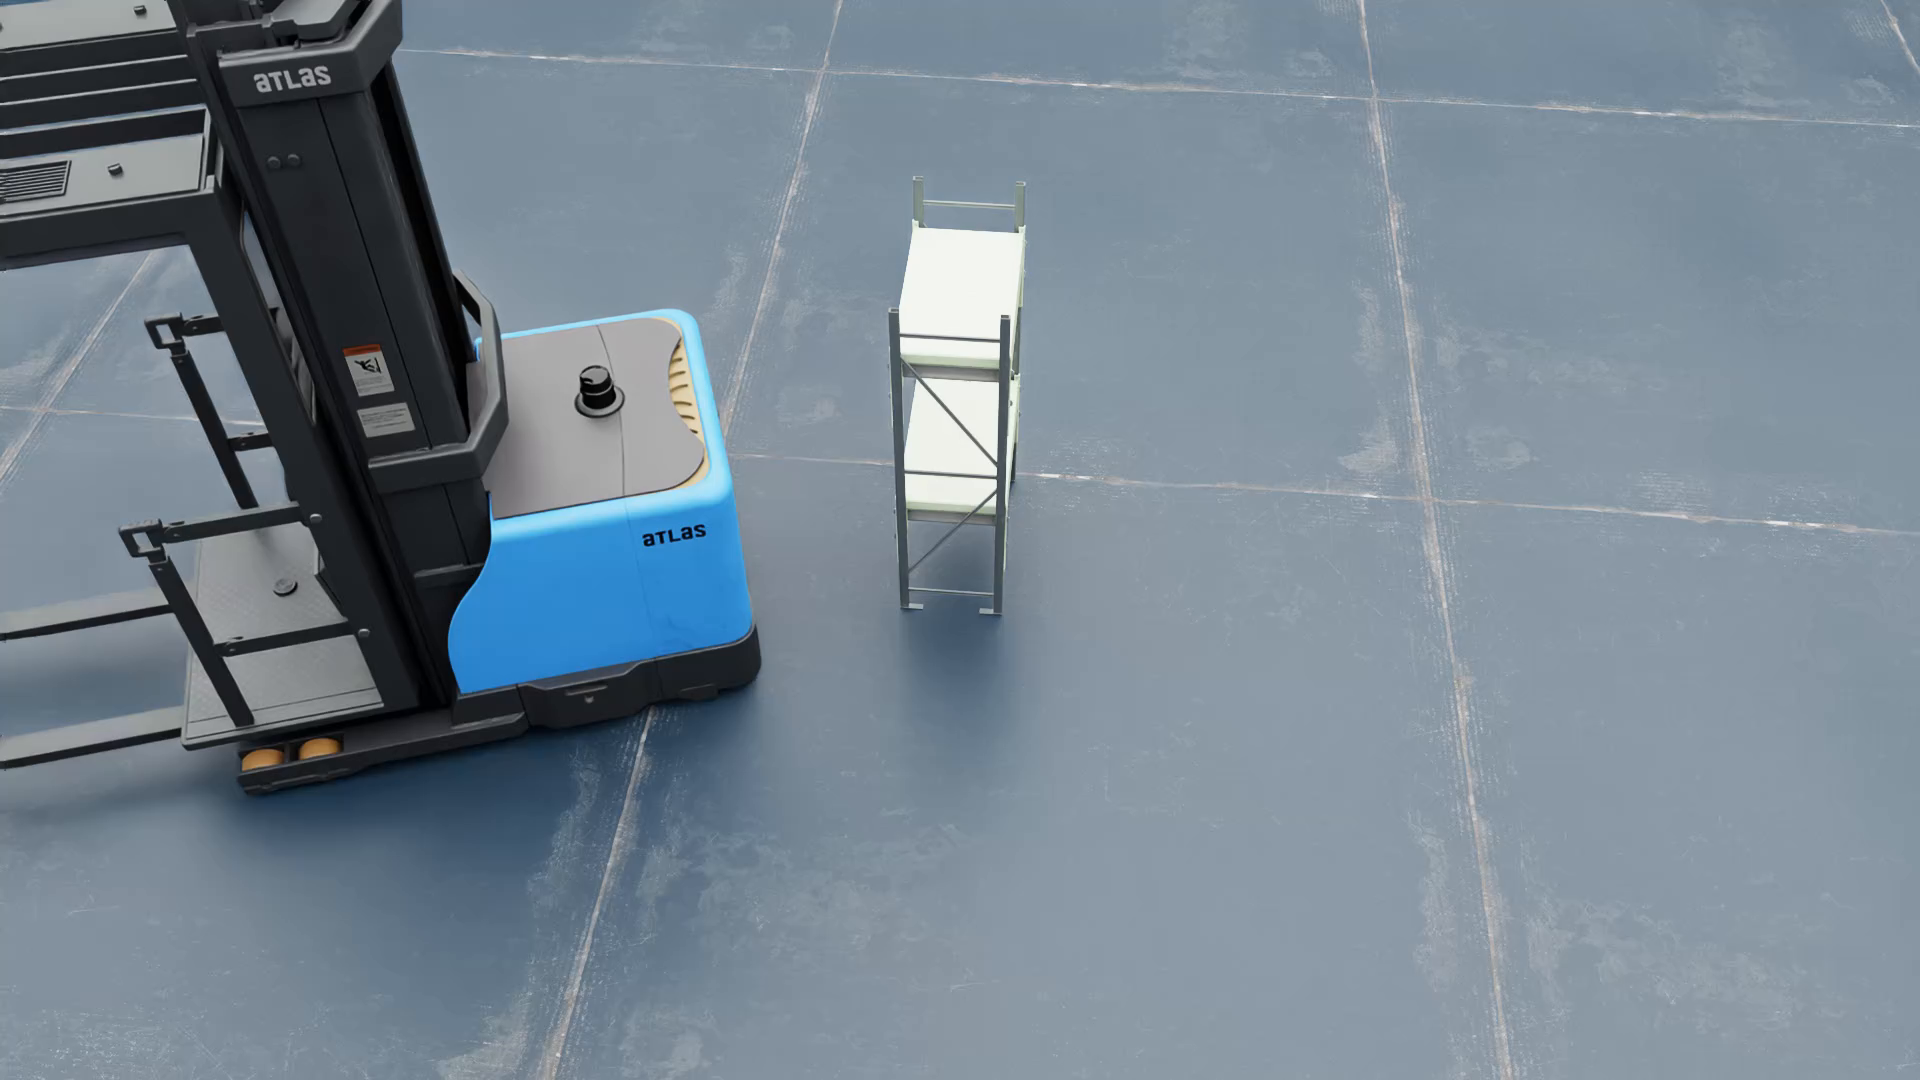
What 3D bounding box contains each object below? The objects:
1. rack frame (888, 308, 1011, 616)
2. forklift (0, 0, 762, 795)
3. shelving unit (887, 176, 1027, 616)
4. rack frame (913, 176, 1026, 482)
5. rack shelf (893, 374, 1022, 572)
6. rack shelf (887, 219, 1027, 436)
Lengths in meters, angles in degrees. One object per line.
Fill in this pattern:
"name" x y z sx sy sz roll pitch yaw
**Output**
"rack frame" -0.034 -0.232 5.972 0.400 1.500 0.023 4 48 4
"forklift" -2.321 -0.521 5.266 3.031 2.935 1.130 -10 48 -9
"shelving unit" -0.001 -0.501 6.218 0.431 1.500 0.755 4 48 4
"rack frame" 0.033 -0.770 6.464 0.400 1.500 0.023 4 48 4
"rack shelf" -0.001 -0.281 6.459 0.431 0.370 0.720 4 48 4
"rack shelf" -0.001 -0.765 5.930 0.431 0.370 0.720 4 48 4
